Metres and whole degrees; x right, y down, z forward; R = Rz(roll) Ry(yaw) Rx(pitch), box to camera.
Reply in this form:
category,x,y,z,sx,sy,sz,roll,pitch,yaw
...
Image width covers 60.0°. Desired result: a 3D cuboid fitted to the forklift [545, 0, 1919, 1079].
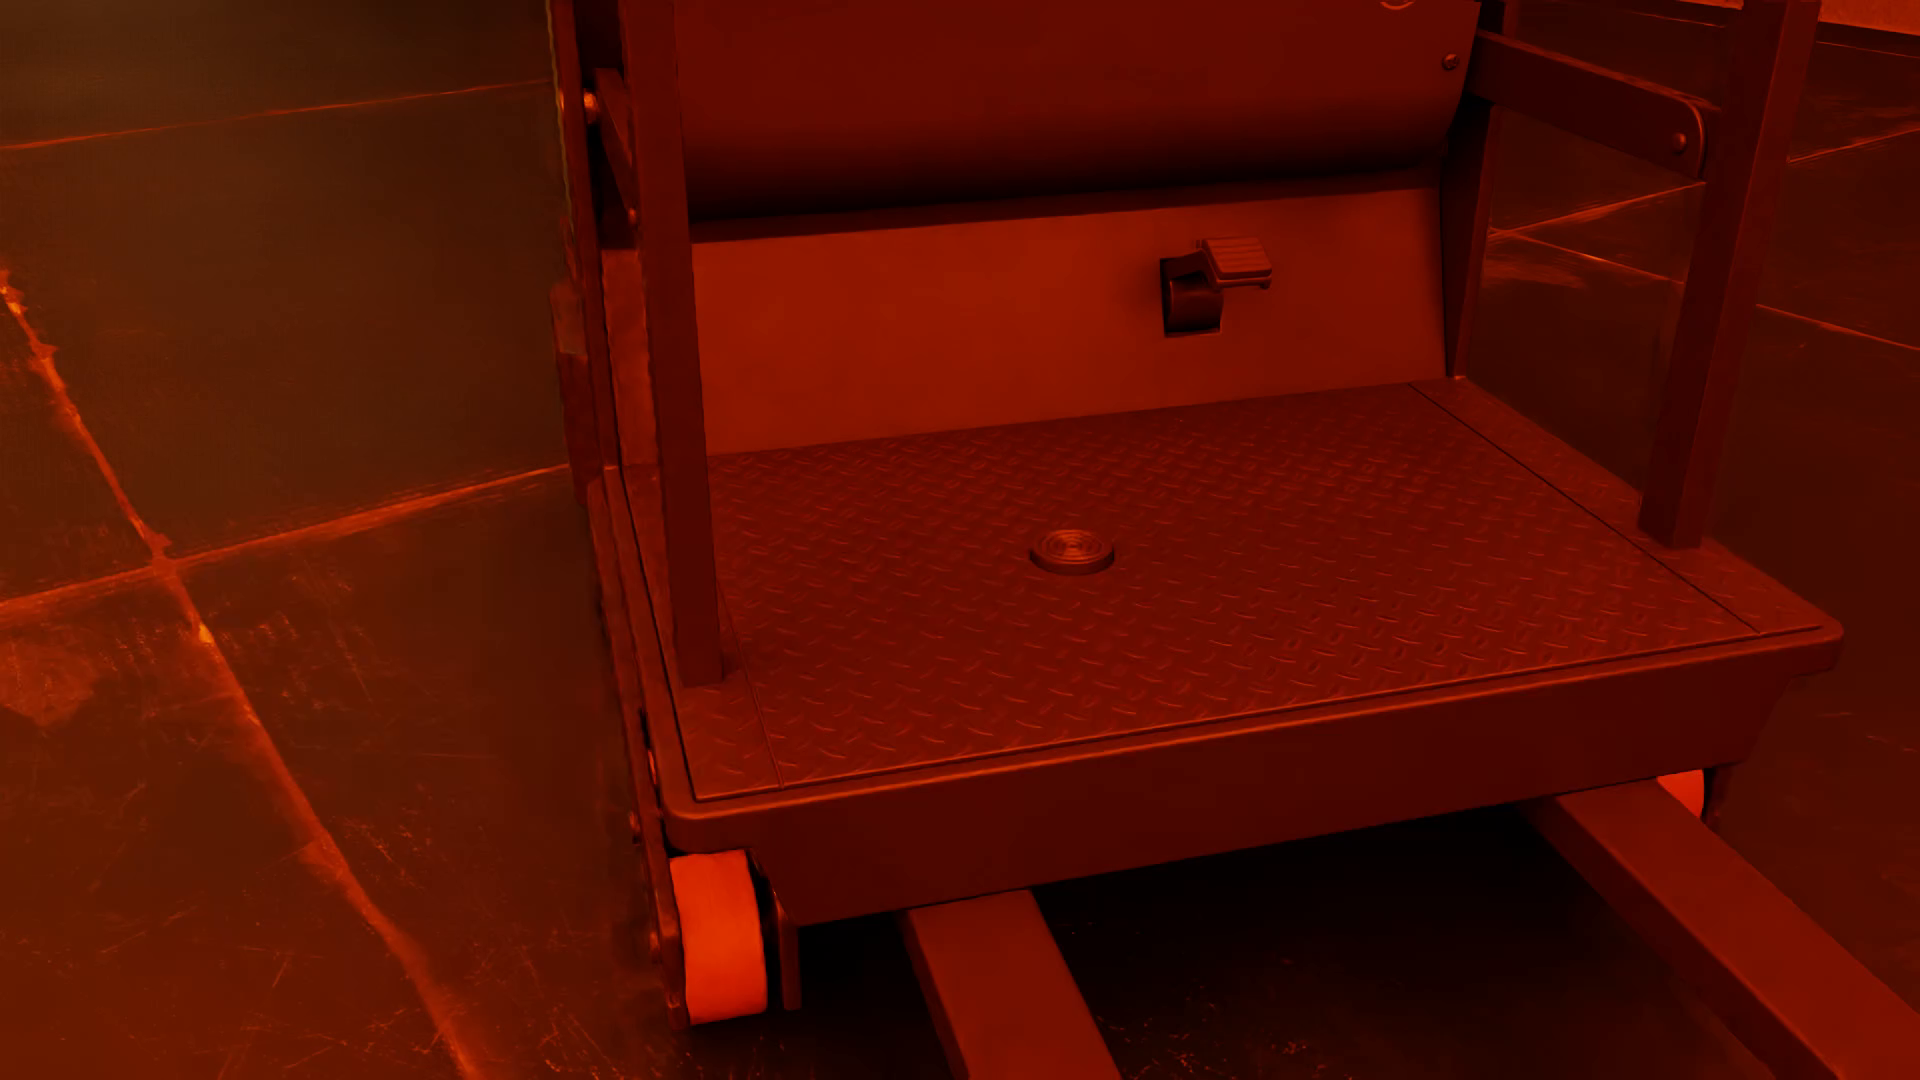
category,x,y,z,sx,sy,sz,roll,pitch,yaw
forklift,0.176,-1.045,1.315,1.130,2.935,3.031,-7,27,-14
